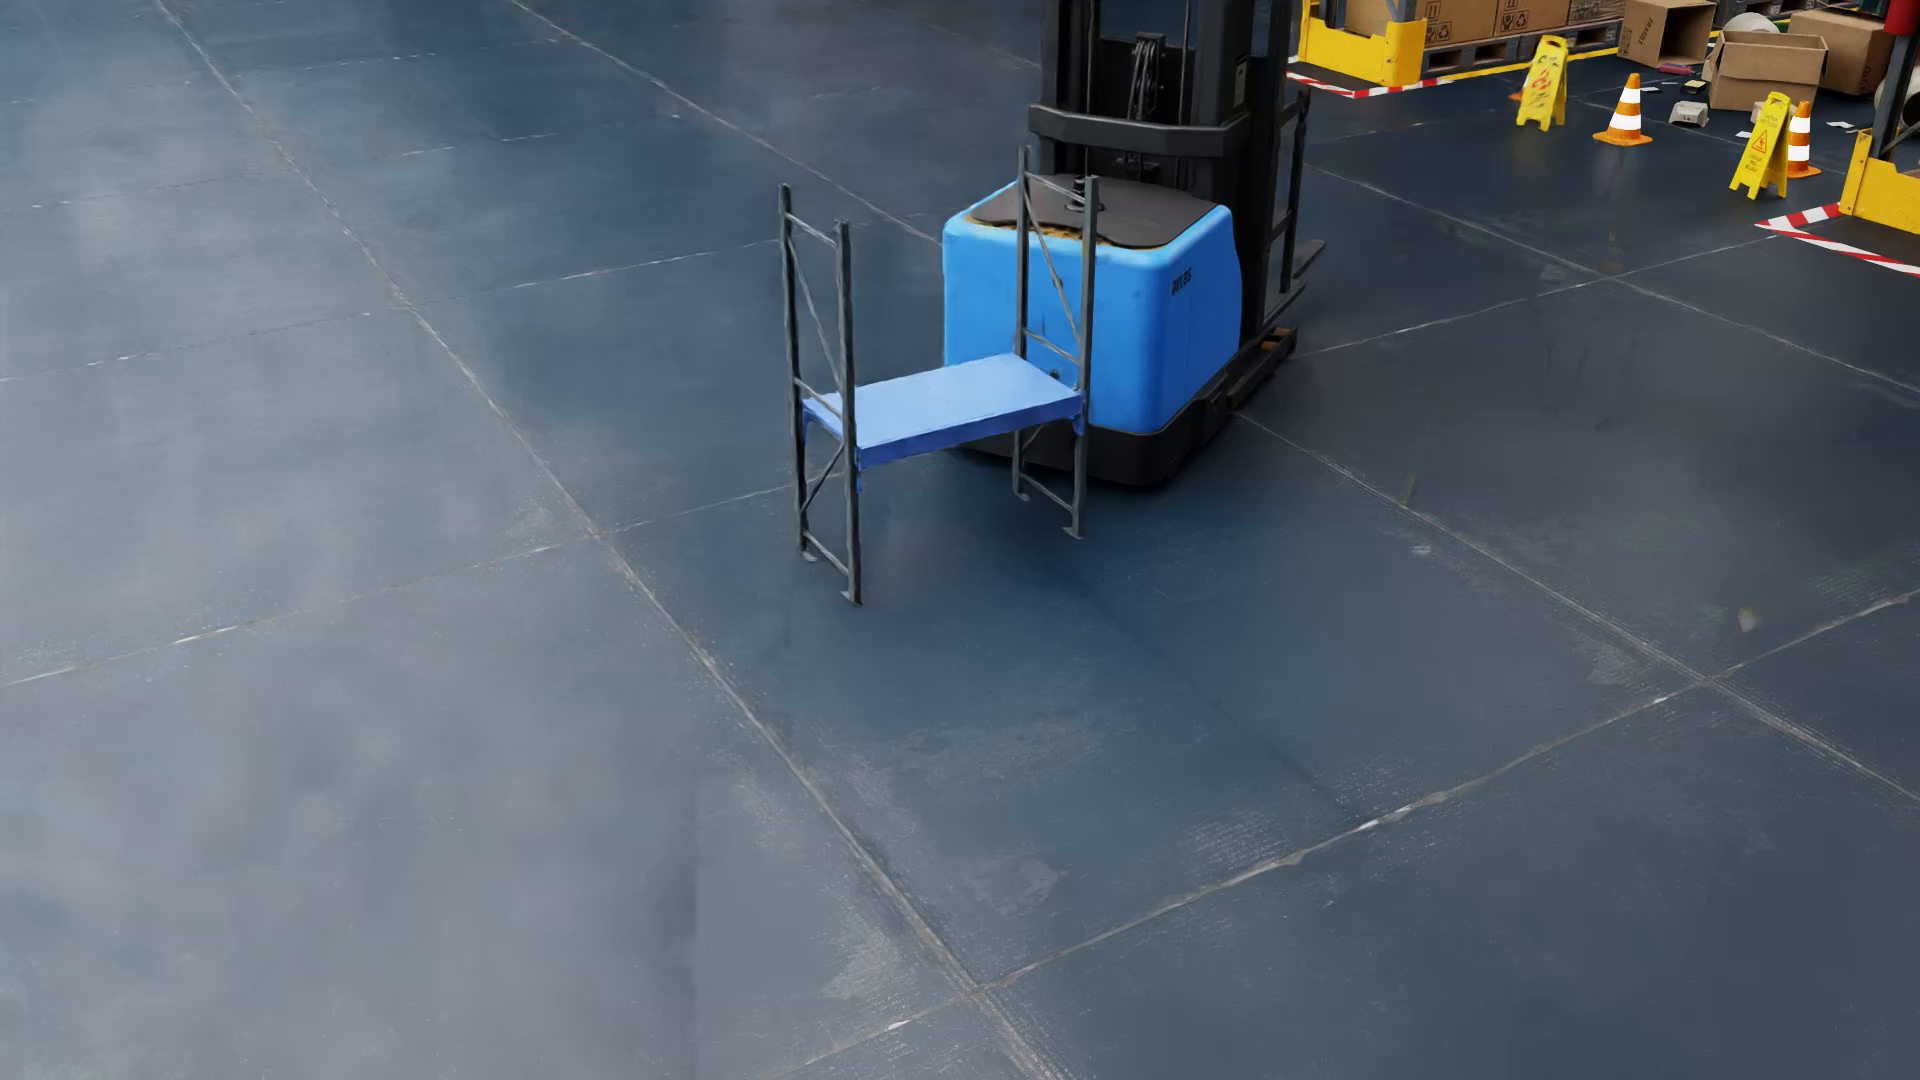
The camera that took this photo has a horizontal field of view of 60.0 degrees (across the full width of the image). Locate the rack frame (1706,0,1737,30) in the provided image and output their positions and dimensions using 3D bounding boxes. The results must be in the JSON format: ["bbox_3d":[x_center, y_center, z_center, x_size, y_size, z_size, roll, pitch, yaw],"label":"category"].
[{"bbox_3d":[6.767,-6.198,14.876,0.127,3.000,1.000,-16,33,-26],"label":"rack frame"}]

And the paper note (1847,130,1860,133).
[{"bbox_3d":[6.528,-2.988,12.155,0.123,0.001,0.032,-16,33,-26],"label":"paper note"}]

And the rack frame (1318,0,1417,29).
[{"bbox_3d":[3.318,-5.219,13.102,0.127,3.000,1.000,-16,33,-26],"label":"rack frame"}]

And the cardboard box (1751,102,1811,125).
[{"bbox_3d":[6.019,-3.095,12.205,0.250,0.149,0.380,0,29,0],"label":"cardboard box"}]

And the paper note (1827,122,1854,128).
[{"bbox_3d":[6.528,-3.082,12.316,0.142,0.019,0.148,-5,29,-9],"label":"paper note"}]

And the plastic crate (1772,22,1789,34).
[{"bbox_3d":[7.281,-4.404,14.476,0.662,0.188,0.450,0,19,0],"label":"plastic crate"}]

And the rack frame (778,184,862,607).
[{"bbox_3d":[-0.512,-0.511,6.124,0.032,1.500,0.500,-16,33,-26],"label":"rack frame"}]

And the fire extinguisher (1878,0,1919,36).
[{"bbox_3d":[5.581,-3.311,9.726,0.183,0.674,0.296,-16,33,-26],"label":"fire extinguisher"}]

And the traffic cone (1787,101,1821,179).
[{"bbox_3d":[5.631,-2.713,11.188,0.334,0.463,0.336,-16,33,-26],"label":"traffic cone"}]

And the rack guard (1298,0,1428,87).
[{"bbox_3d":[3.298,-4.118,13.695,0.348,0.500,1.175,-16,33,-26],"label":"rack guard"}]

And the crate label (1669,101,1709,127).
[{"bbox_3d":[5.421,-3.168,12.349,0.250,0.136,0.298,15,32,26],"label":"crate label"}]

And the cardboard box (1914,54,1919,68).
[{"bbox_3d":[7.572,-3.658,13.104,0.258,0.266,0.396,10,30,17],"label":"cardboard box"}]

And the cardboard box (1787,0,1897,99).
[{"bbox_3d":[6.947,-3.865,13.092,0.503,0.637,0.797,-16,33,-26],"label":"cardboard box"}]

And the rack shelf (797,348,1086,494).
[{"bbox_3d":[-0.074,-0.478,6.437,1.000,0.185,0.538,-16,33,-26],"label":"rack shelf"}]

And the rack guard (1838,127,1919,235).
[{"bbox_3d":[5.979,-2.106,10.048,0.348,0.500,1.175,-16,33,-26],"label":"rack guard"}]

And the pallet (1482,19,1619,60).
[{"bbox_3d":[5.019,-4.523,14.727,1.213,0.211,1.003,-16,33,-26],"label":"pallet"}]

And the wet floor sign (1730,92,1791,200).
[{"bbox_3d":[5.207,-2.550,10.702,0.232,0.644,0.267,-5,29,-9],"label":"wet floor sign"}]

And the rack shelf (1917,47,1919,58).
[{"bbox_3d":[7.638,-3.356,10.471,4.000,0.370,1.077,-16,33,-26],"label":"rack shelf"}]

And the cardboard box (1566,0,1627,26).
[{"bbox_3d":[5.414,-5.104,14.659,0.875,0.875,0.875,-16,33,-26],"label":"cardboard box"}]

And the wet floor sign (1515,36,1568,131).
[{"bbox_3d":[4.297,-3.356,12.163,0.232,0.644,0.267,-22,36,-35],"label":"wet floor sign"}]

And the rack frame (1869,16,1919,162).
[{"bbox_3d":[5.913,-3.181,9.410,0.127,3.000,1.000,-16,33,-26],"label":"rack frame"}]

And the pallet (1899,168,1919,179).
[{"bbox_3d":[6.697,-2.163,10.451,1.213,0.211,1.003,-16,33,-26],"label":"pallet"}]

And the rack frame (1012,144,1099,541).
[{"bbox_3d":[0.365,-0.760,6.575,0.032,1.500,0.500,-16,33,-26],"label":"rack frame"}]

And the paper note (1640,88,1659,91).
[{"bbox_3d":[5.495,-3.584,13.215,0.142,0.017,0.144,-5,29,-9],"label":"paper note"}]

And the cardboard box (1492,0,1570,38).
[{"bbox_3d":[4.627,-4.882,14.256,0.875,0.875,0.875,-16,33,-27],"label":"cardboard box"}]

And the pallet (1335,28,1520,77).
[{"bbox_3d":[3.968,-4.226,14.189,1.213,0.211,1.003,-16,33,-26],"label":"pallet"}]

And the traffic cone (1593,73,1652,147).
[{"bbox_3d":[4.775,-3.092,11.875,0.334,0.463,0.336,-16,33,-26],"label":"traffic cone"}]

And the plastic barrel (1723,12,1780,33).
[{"bbox_3d":[6.566,-4.153,13.837,0.421,0.421,0.512,5,29,8],"label":"plastic barrel"}]

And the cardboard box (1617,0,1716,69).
[{"bbox_3d":[5.949,-4.297,14.016,0.500,0.500,0.500,-10,30,-18],"label":"cardboard box"}]

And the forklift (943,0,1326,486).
[{"bbox_3d":[1.047,-2.194,7.692,1.130,2.935,3.031,14,32,24],"label":"forklift"}]

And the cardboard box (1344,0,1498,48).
[{"bbox_3d":[3.870,-4.666,13.864,0.875,0.875,0.875,-16,33,-26],"label":"cardboard box"}]

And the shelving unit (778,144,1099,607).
[{"bbox_3d":[-0.074,-0.636,6.350,1.048,1.500,0.538,-16,33,-26],"label":"shelving unit"}]

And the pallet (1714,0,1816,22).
[{"bbox_3d":[7.394,-5.197,15.949,1.213,0.211,1.003,-16,33,-26],"label":"pallet"}]

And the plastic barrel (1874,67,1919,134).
[{"bbox_3d":[6.927,-3.190,12.092,0.421,0.421,0.512,5,29,8],"label":"plastic barrel"}]

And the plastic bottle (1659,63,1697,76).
[{"bbox_3d":[5.936,-3.878,13.713,0.283,0.061,0.133,22,36,34],"label":"plastic bottle"}]

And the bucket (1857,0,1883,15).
[{"bbox_3d":[7.818,-4.436,13.499,0.620,0.611,0.726,4,28,-14],"label":"bucket"}]

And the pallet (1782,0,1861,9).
[{"bbox_3d":[8.447,-5.498,16.494,1.213,0.211,1.003,-16,33,-26],"label":"pallet"}]

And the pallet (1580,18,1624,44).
[{"bbox_3d":[6.072,-4.823,15.272,1.213,0.211,1.003,-16,33,-26],"label":"pallet"}]

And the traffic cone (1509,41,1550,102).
[{"bbox_3d":[4.496,-3.646,12.878,0.334,0.463,0.336,-16,33,-26],"label":"traffic cone"}]

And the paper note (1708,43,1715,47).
[{"bbox_3d":[6.646,-4.356,14.612,0.147,0.020,0.142,10,30,17],"label":"paper note"}]

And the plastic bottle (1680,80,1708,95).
[{"bbox_3d":[5.843,-3.606,13.220,0.133,0.061,0.283,22,36,34],"label":"plastic bottle"}]

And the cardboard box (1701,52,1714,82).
[{"bbox_3d":[6.218,-3.813,13.384,0.258,0.266,0.396,-10,30,-18],"label":"cardboard box"}]

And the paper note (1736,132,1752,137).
[{"bbox_3d":[5.720,-2.942,12.049,0.148,0.019,0.142,22,36,34],"label":"paper note"}]

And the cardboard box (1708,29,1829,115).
[{"bbox_3d":[6.145,-3.573,12.703,0.797,0.503,0.637,10,30,17],"label":"cardboard box"}]
